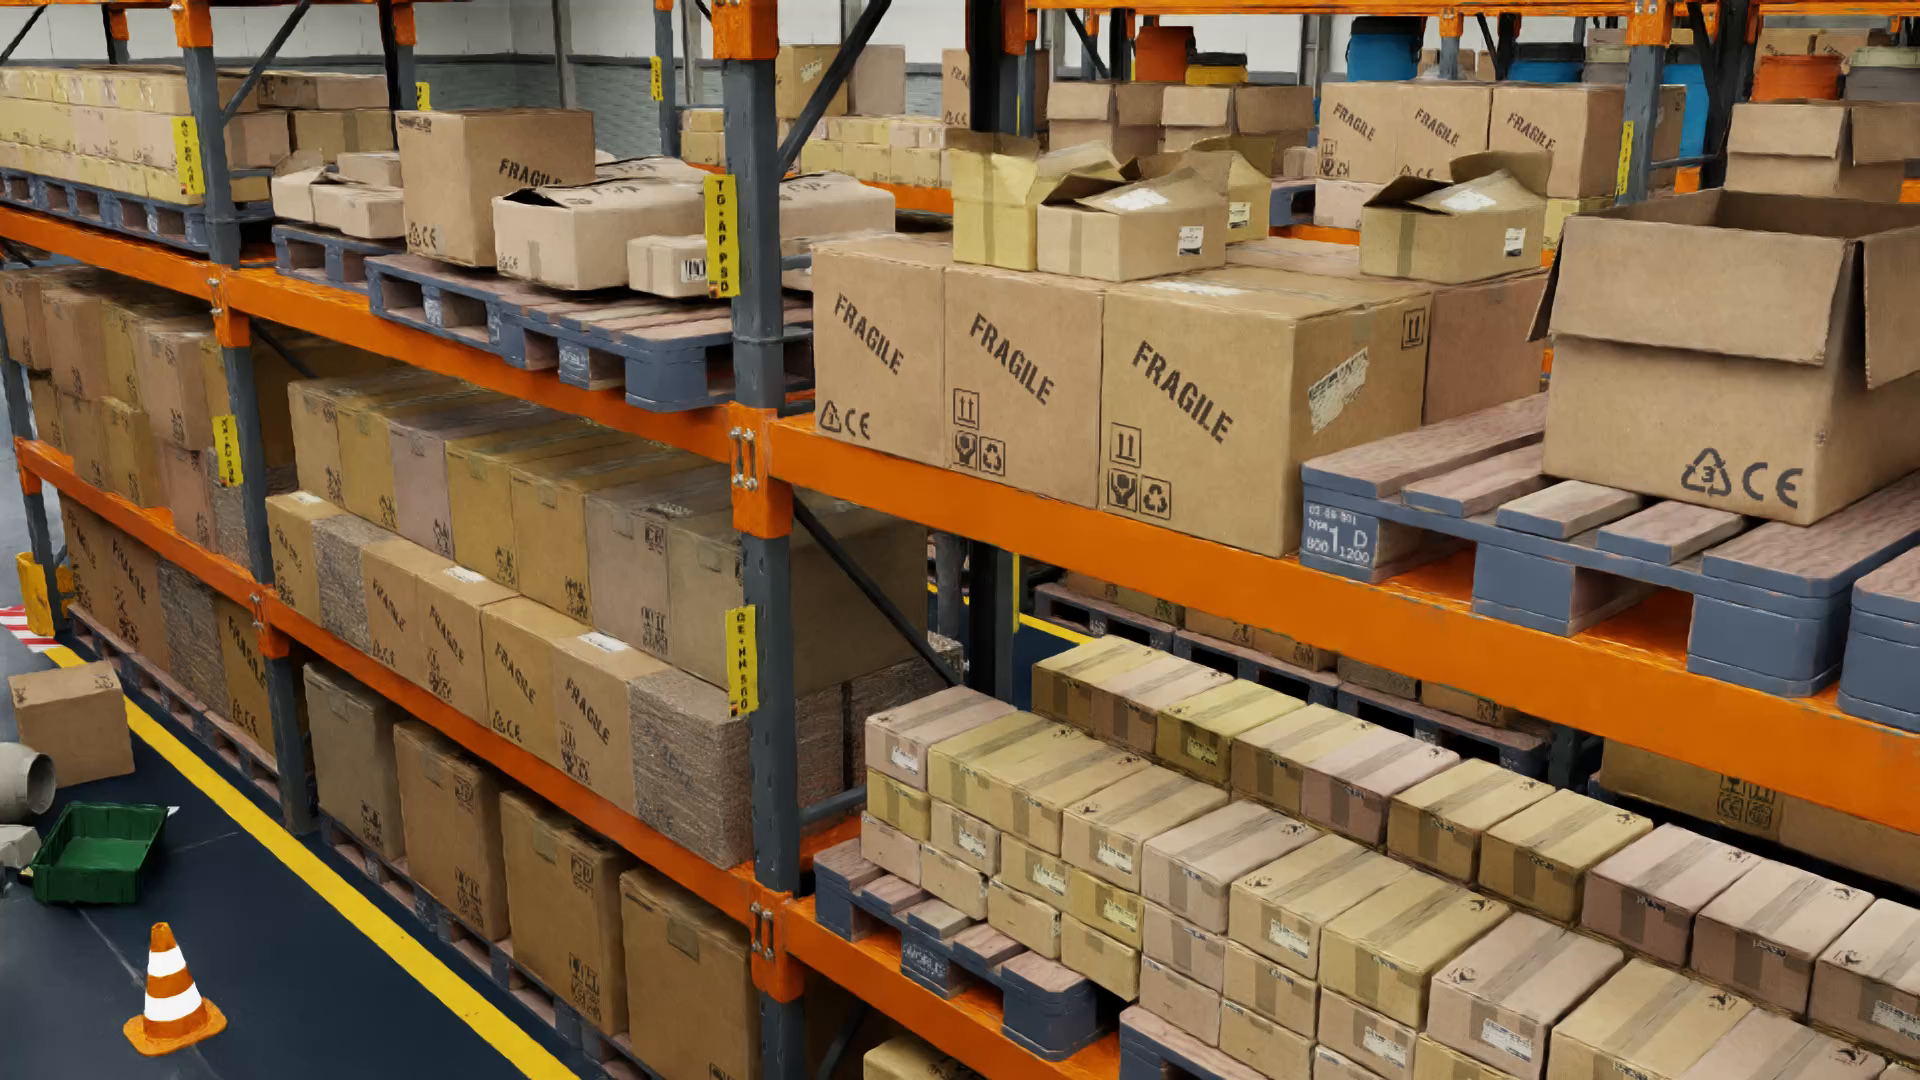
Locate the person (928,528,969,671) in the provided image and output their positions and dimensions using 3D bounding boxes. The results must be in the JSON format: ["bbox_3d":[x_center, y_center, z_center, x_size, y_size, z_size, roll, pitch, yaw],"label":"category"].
[{"bbox_3d":[0.004,-0.070,10.128,0.622,1.771,0.462,6,18,18],"label":"person"}]
